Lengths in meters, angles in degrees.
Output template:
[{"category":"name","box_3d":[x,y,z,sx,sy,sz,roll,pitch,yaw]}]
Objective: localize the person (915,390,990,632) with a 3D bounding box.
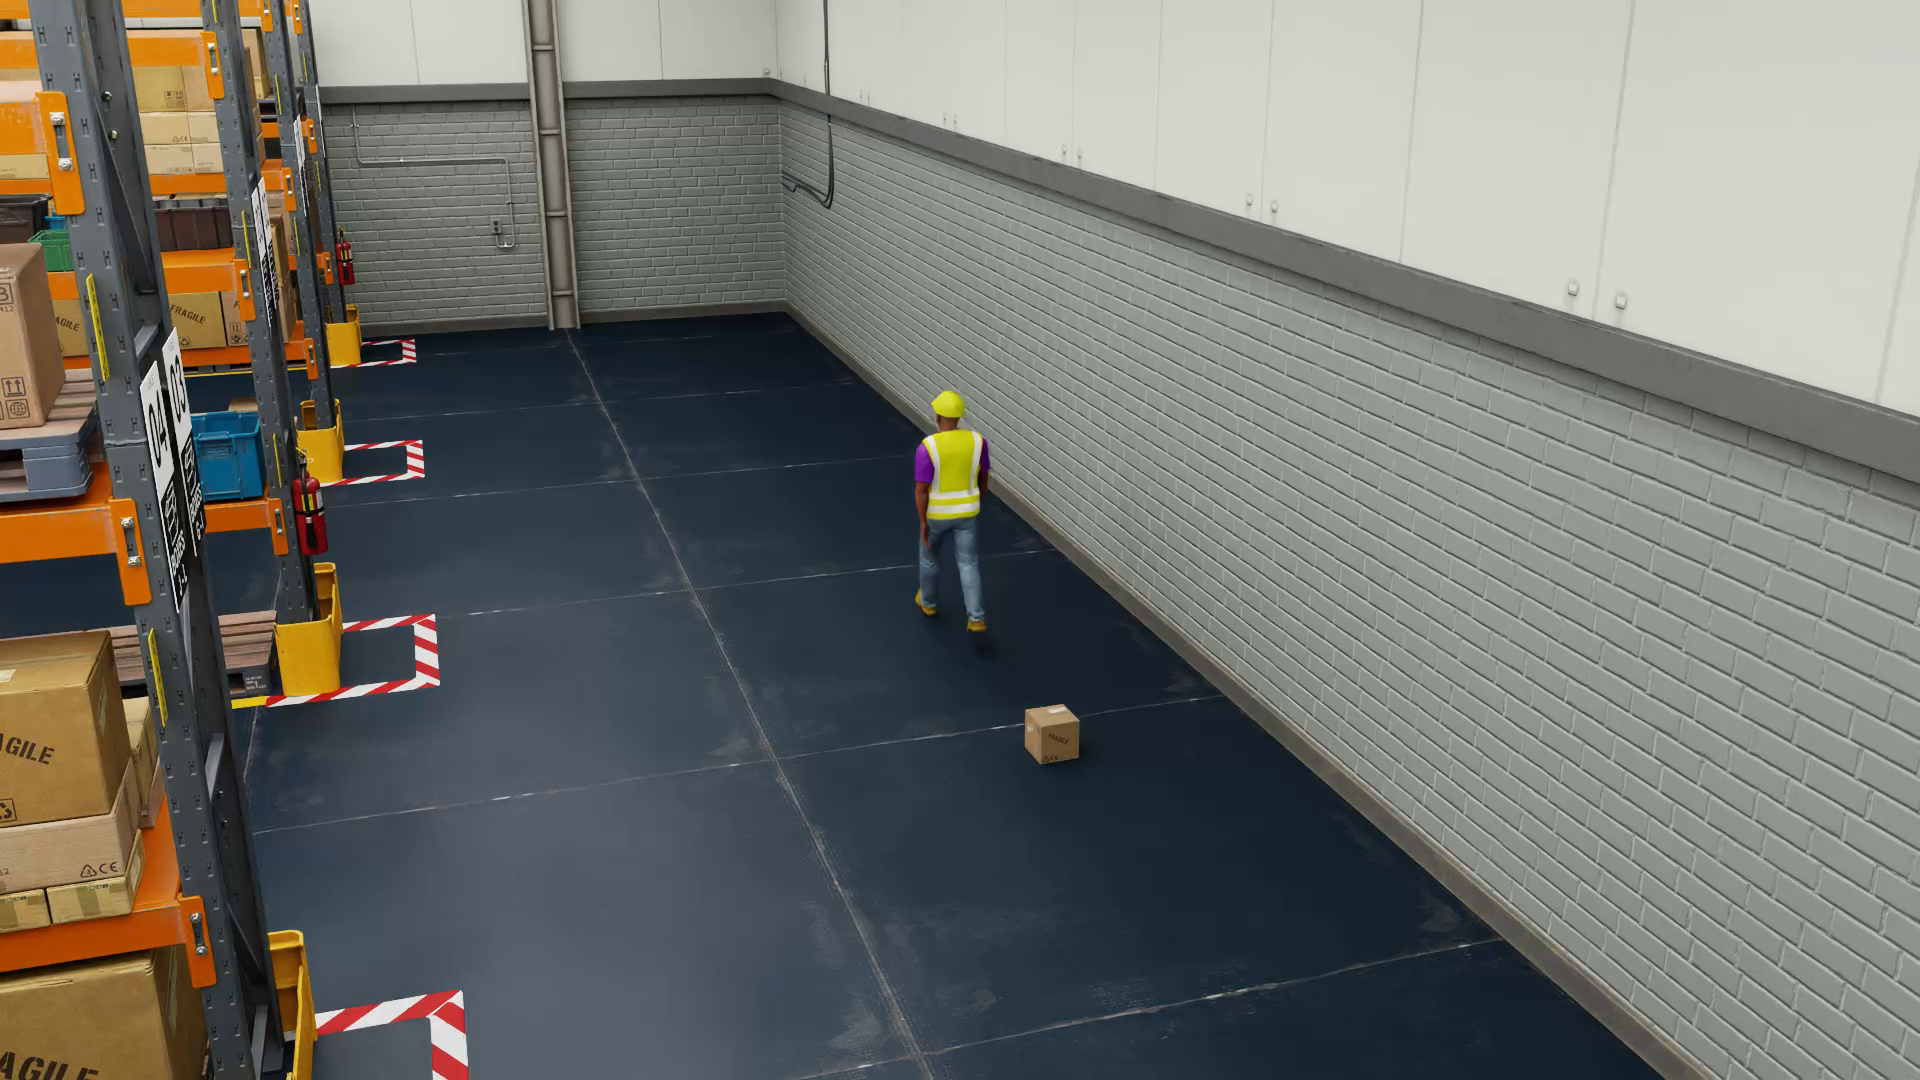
[{"category":"person","box_3d":[-0.065,-0.205,11.625,0.564,1.725,1.037,-5,20,-14]}]
